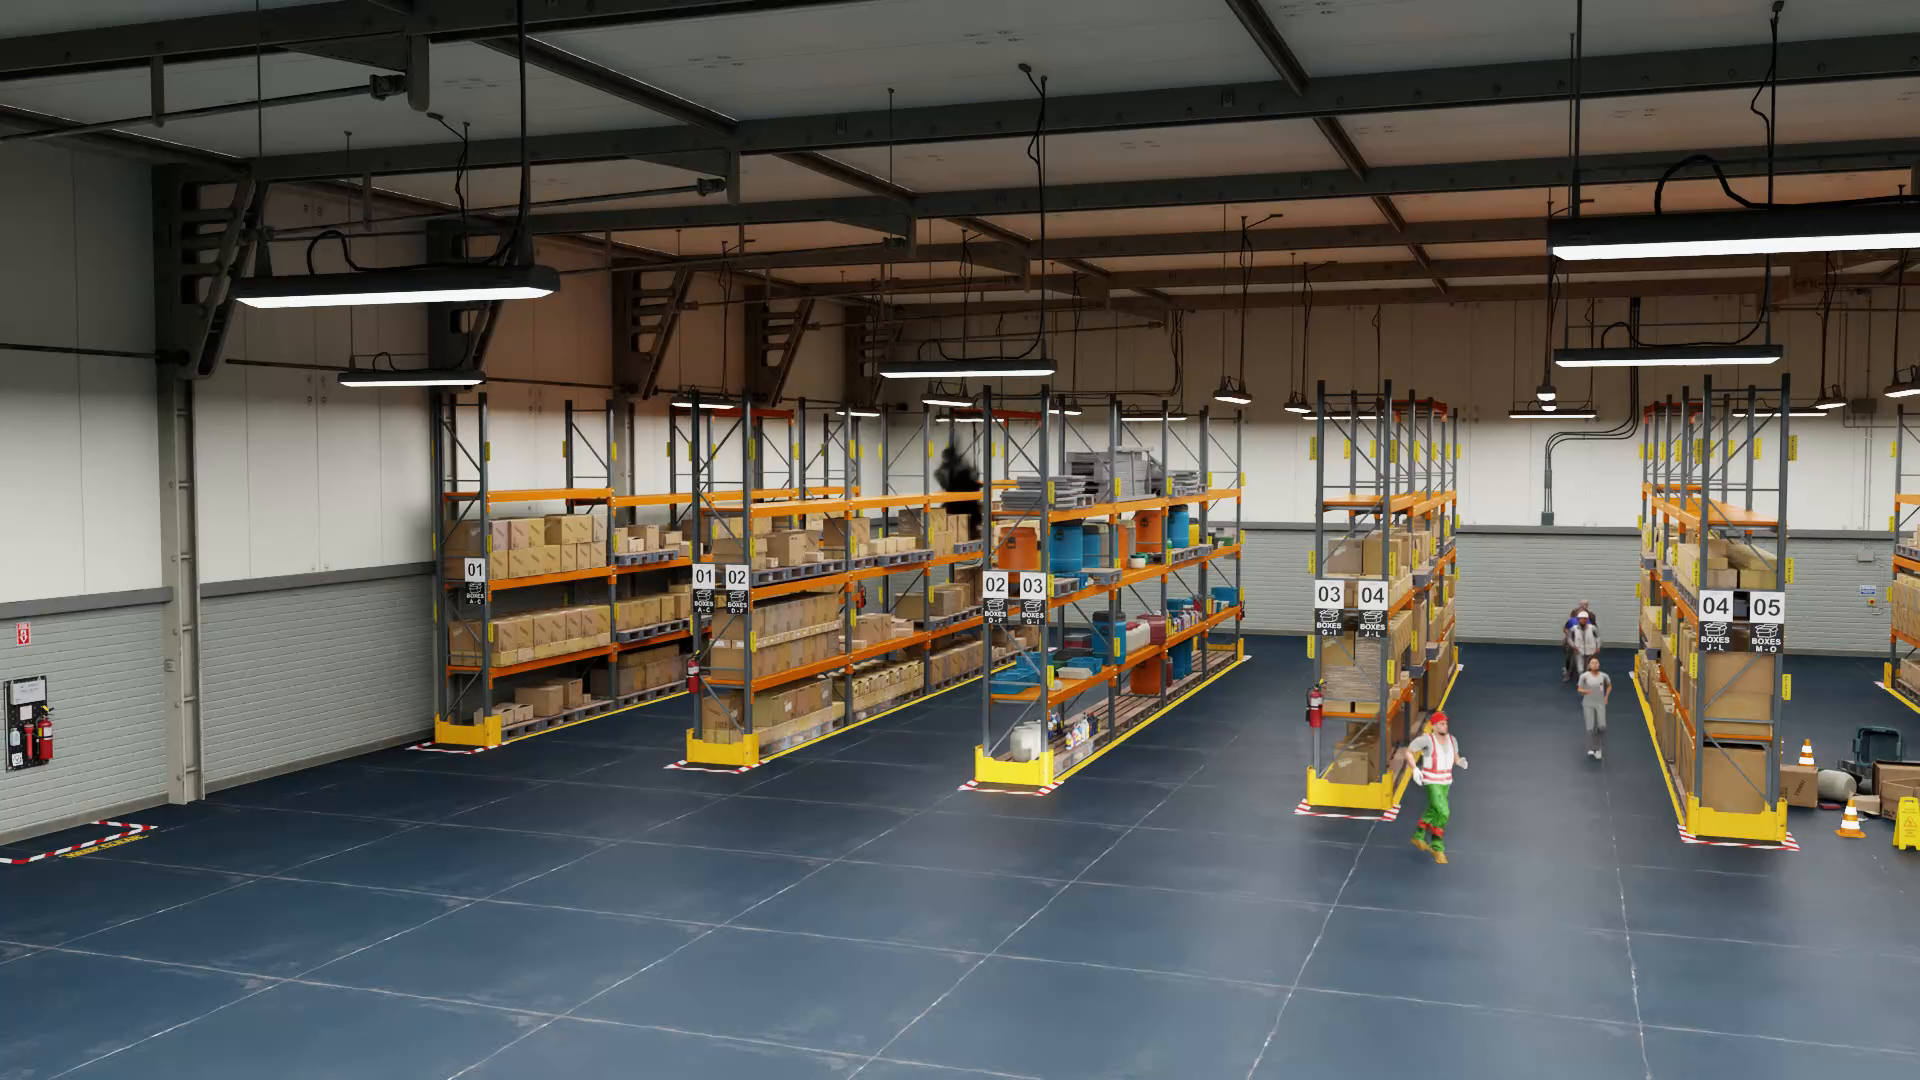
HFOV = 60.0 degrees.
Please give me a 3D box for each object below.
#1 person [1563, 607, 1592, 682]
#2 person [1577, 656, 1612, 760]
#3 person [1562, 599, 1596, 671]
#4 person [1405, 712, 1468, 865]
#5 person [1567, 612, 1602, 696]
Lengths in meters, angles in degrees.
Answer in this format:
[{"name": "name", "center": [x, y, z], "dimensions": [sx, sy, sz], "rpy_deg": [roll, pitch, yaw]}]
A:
[{"name": "person", "center": [13.453, 2.258, 36.245], "dimensions": [0.657, 1.616, 0.895], "rpy_deg": [2, 3, 29]}, {"name": "person", "center": [10.334, 2.732, 27.062], "dimensions": [0.546, 1.678, 0.641], "rpy_deg": [1, 3, 16]}, {"name": "person", "center": [14.010, 2.156, 37.631], "dimensions": [0.625, 1.675, 0.781], "rpy_deg": [-2, 4, -37]}, {"name": "person", "center": [5.858, 3.018, 20.441], "dimensions": [0.643, 1.838, 0.798], "rpy_deg": [-2, 4, -30]}, {"name": "person", "center": [12.897, 2.334, 34.354], "dimensions": [0.683, 1.740, 0.716], "rpy_deg": [1, 3, 18]}]
